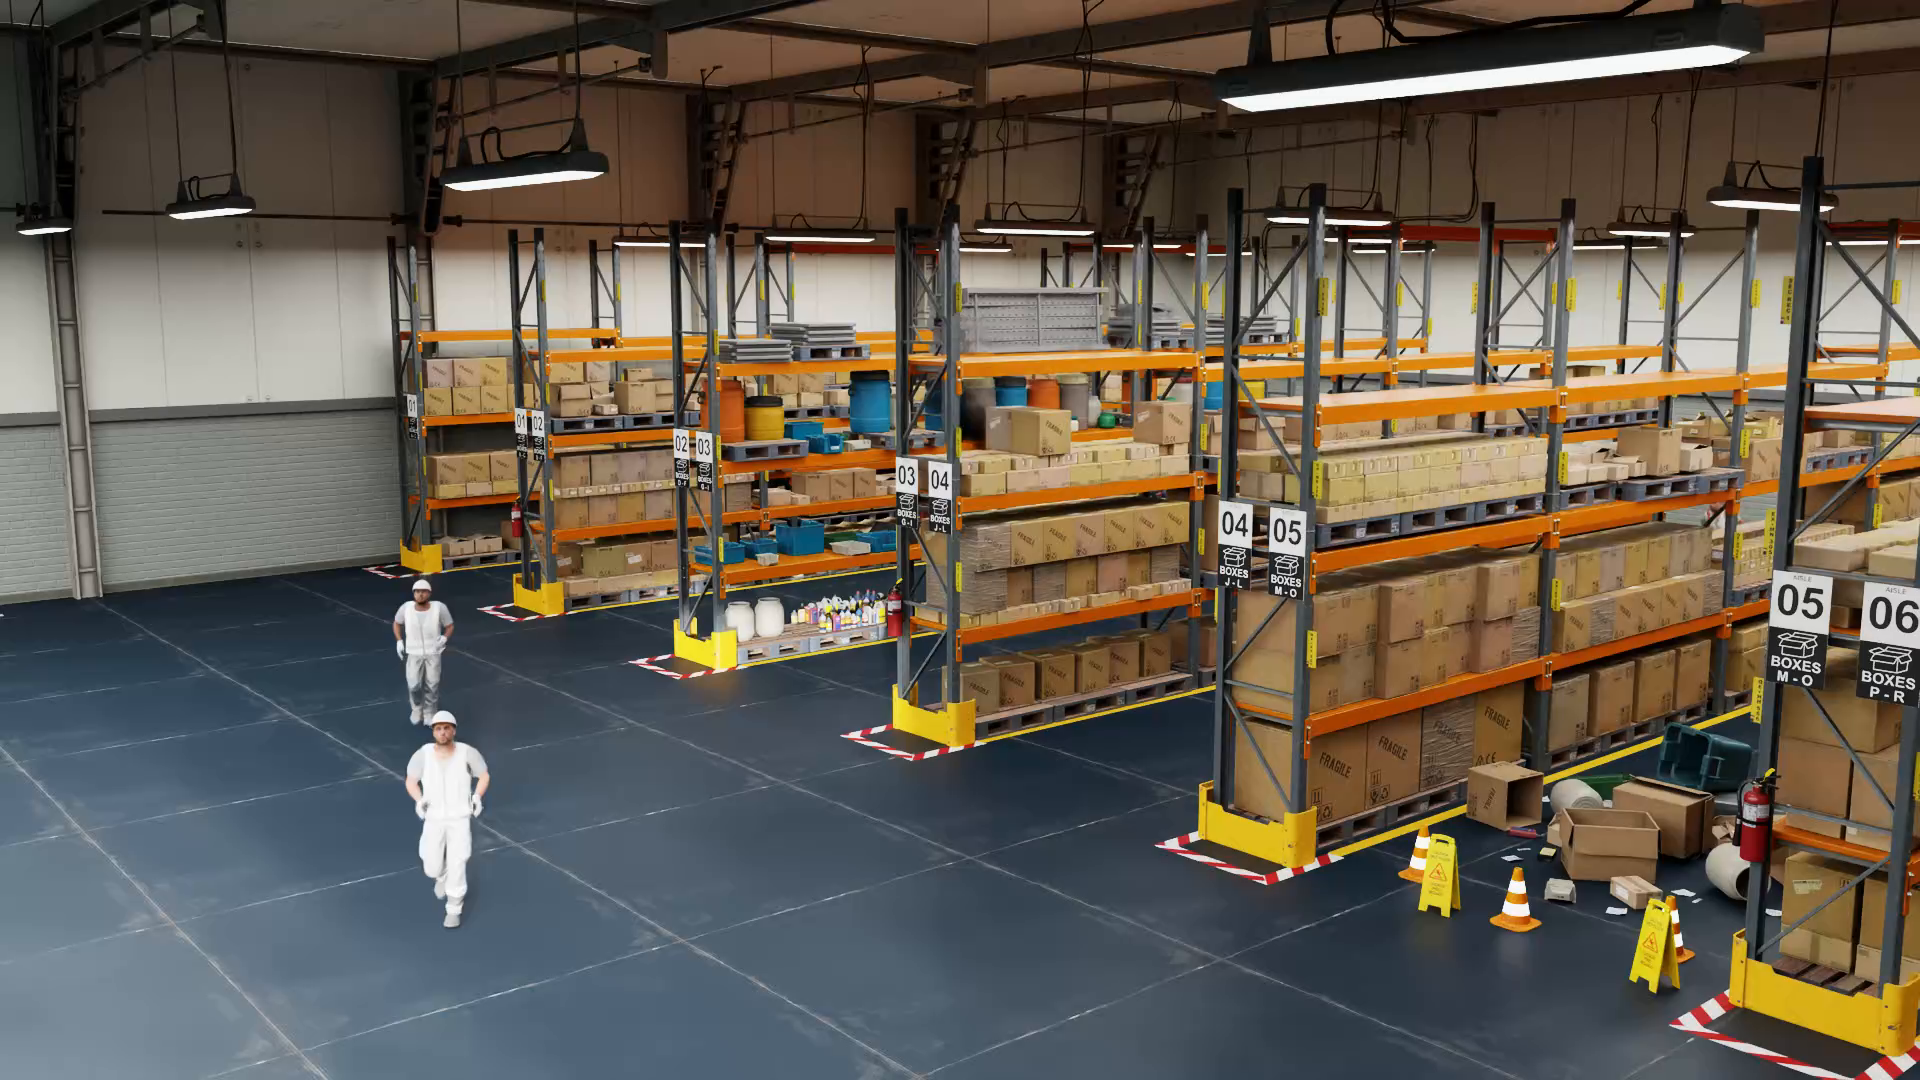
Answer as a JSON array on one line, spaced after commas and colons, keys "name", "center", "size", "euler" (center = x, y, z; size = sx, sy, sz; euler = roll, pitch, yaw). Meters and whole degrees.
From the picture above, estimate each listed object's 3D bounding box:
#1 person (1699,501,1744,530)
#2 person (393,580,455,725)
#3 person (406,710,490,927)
[{"name": "person", "center": [12.690, 0.085, 27.596], "size": [0.836, 1.684, 0.614], "euler": [6, 11, 35]}, {"name": "person", "center": [-6.239, 1.328, 19.386], "size": [0.686, 1.744, 0.599], "euler": [-3, 9, -16]}, {"name": "person", "center": [-4.163, 2.244, 13.538], "size": [0.657, 1.739, 0.616], "euler": [-2, 9, -12]}]
